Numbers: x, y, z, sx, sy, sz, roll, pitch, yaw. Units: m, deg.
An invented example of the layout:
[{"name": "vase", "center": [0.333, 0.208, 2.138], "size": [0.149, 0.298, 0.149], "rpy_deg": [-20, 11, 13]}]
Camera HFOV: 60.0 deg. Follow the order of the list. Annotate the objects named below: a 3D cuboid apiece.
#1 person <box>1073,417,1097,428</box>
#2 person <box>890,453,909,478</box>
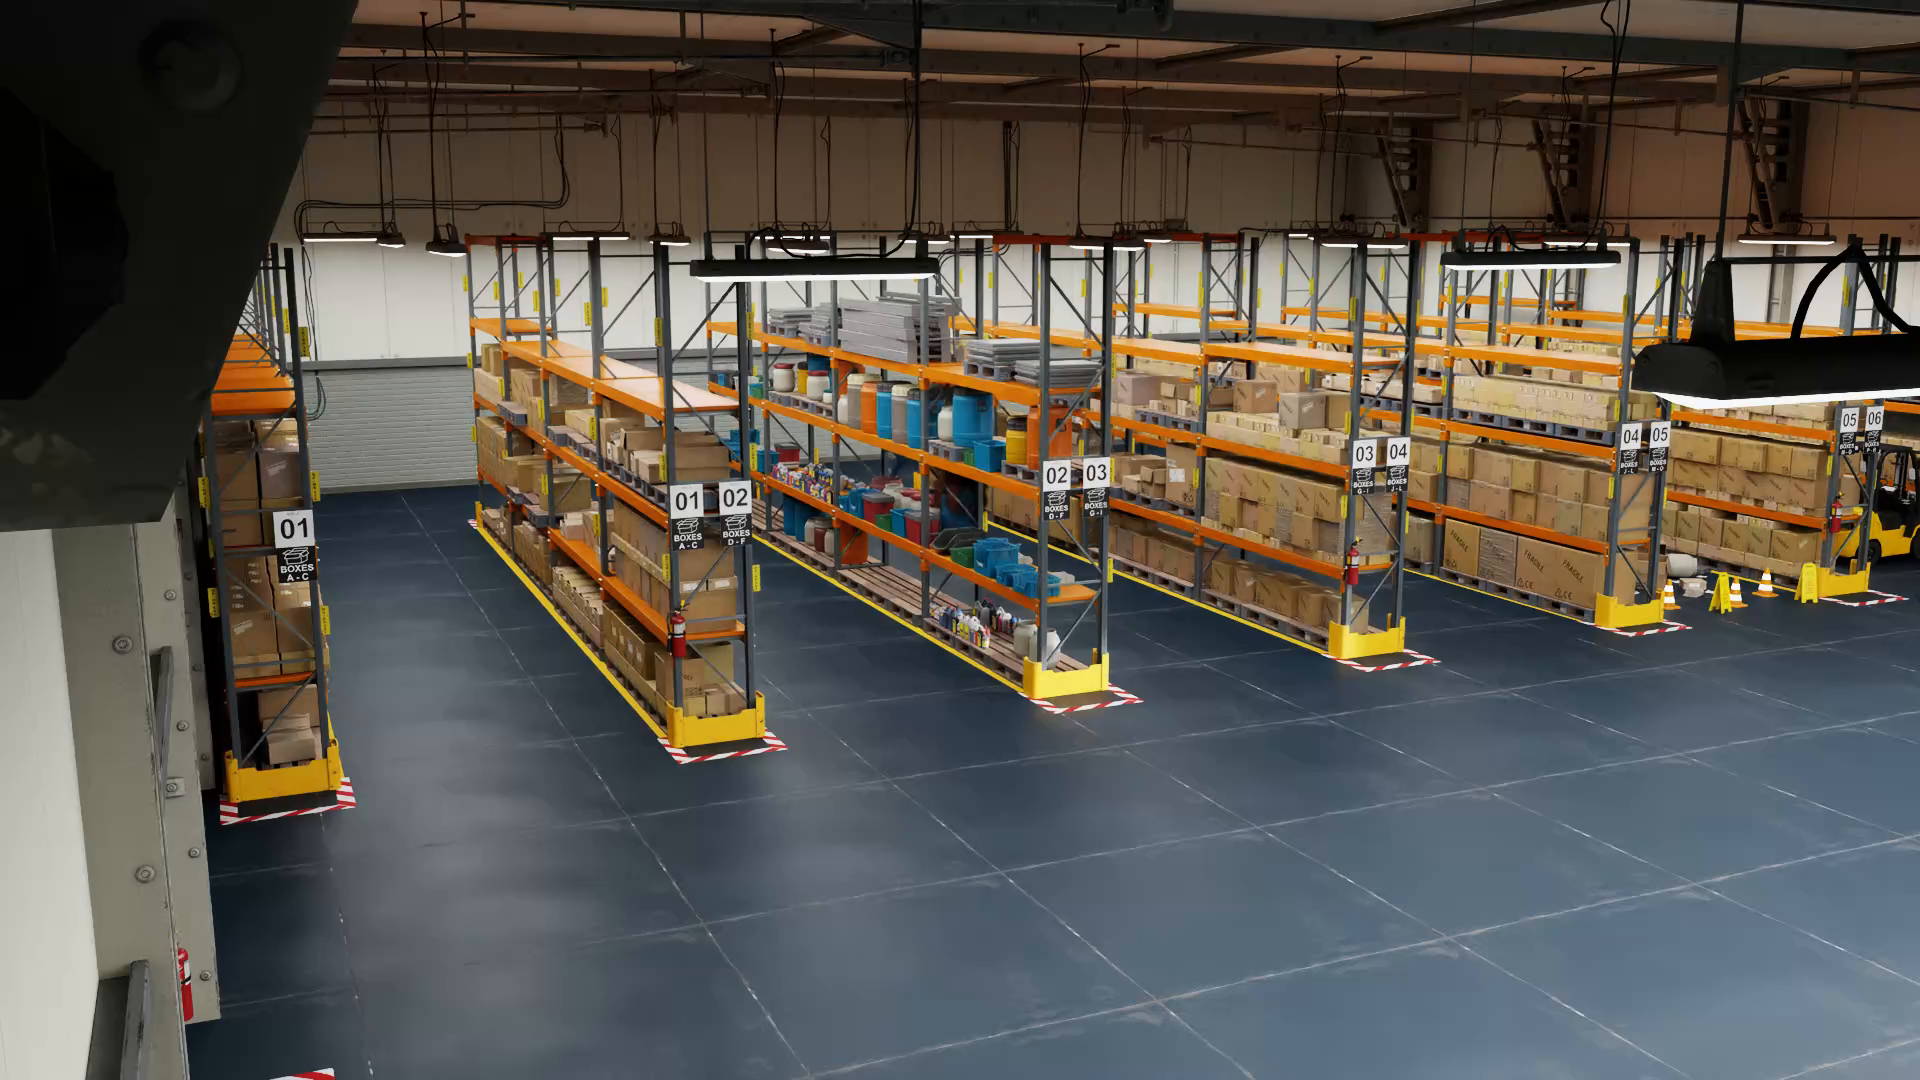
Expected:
[{"name": "person", "center": [2.918, -2.418, 40.916], "size": [0.902, 1.767, 0.717], "rpy_deg": [-8, 14, -35]}, {"name": "person", "center": [-1.442, -2.230, 40.519], "size": [0.546, 1.538, 0.523], "rpy_deg": [2, 11, 8]}]
